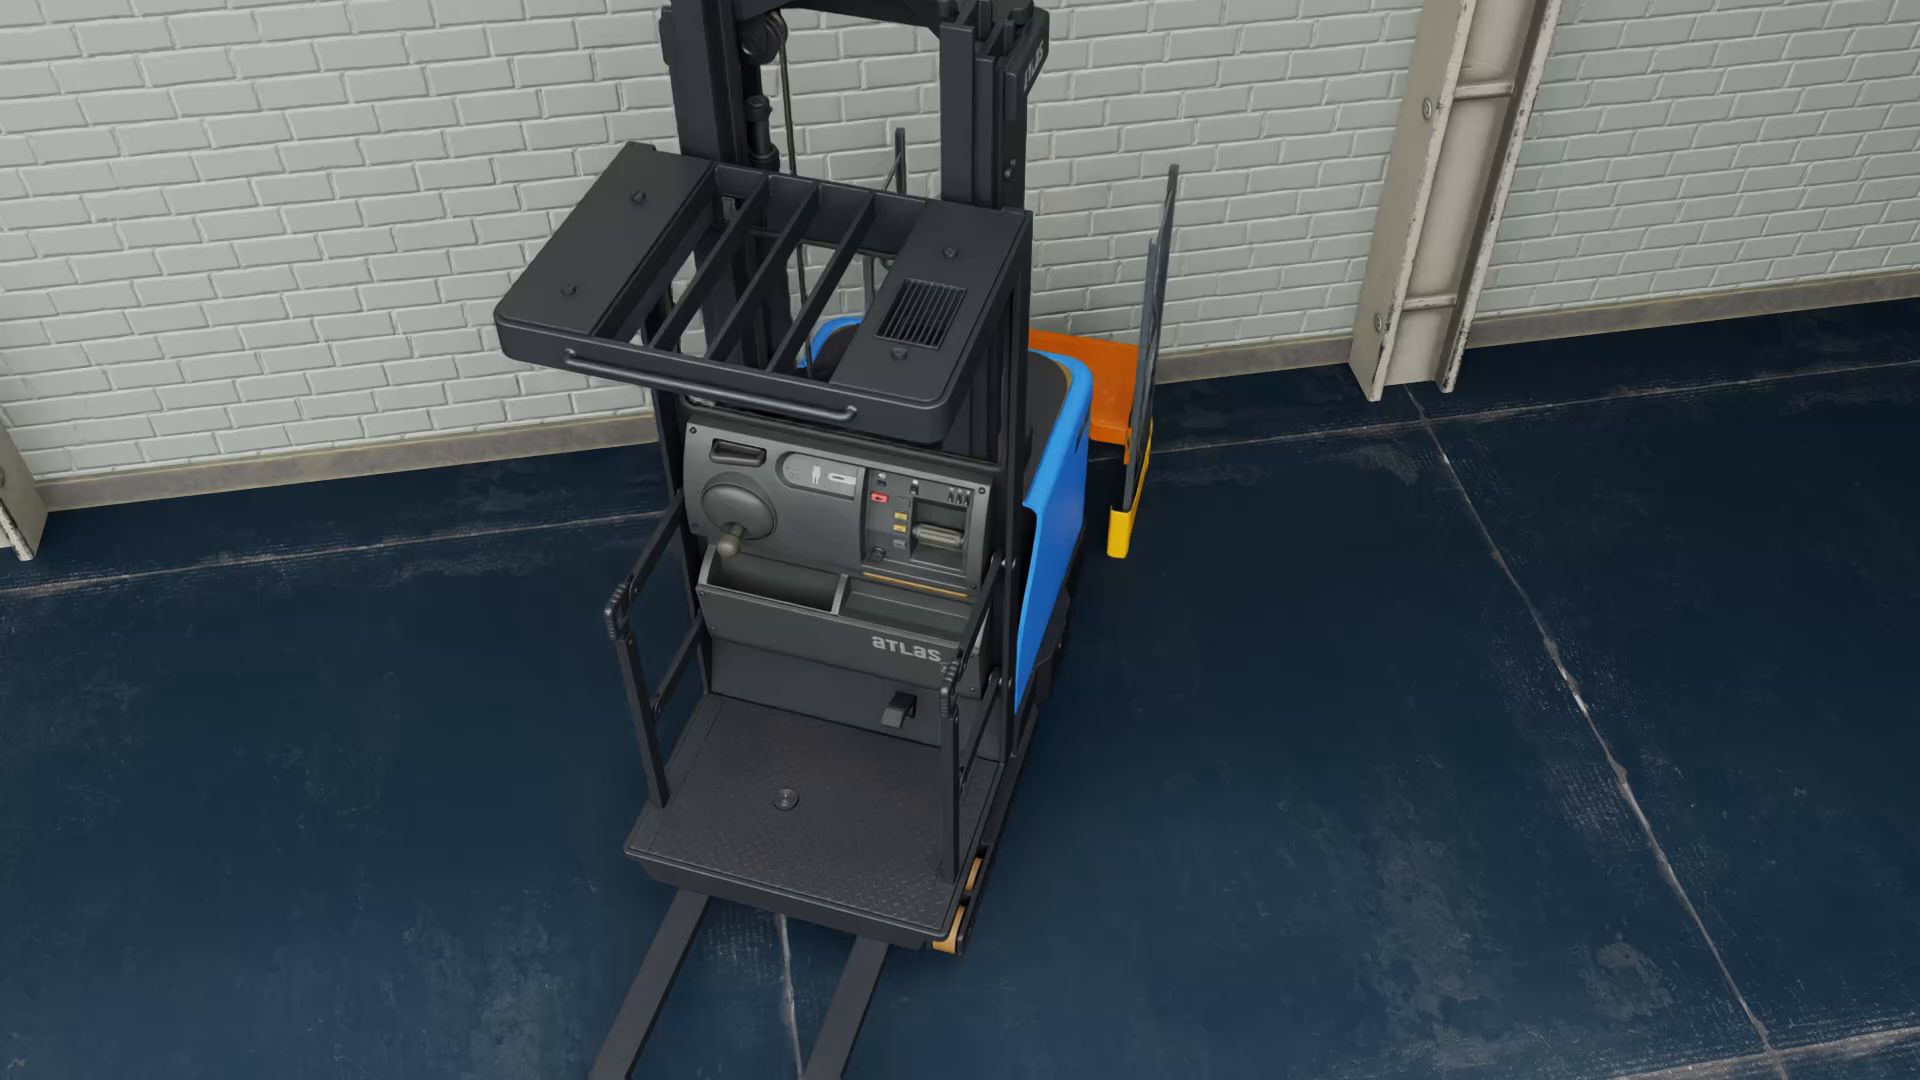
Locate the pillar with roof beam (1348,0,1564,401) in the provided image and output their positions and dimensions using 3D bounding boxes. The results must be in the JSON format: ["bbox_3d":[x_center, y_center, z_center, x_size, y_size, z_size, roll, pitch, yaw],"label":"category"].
[{"bbox_3d":[2.708,-0.813,1.284,0.400,9.000,9.100,-7,46,-7],"label":"pillar with roof beam"}]

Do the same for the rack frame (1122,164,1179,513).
[{"bbox_3d":[0.713,-0.654,6.338,0.032,1.500,0.500,10,47,9],"label":"rack frame"}]

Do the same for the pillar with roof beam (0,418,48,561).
[{"bbox_3d":[-3.205,-0.076,0.574,0.400,9.000,9.100,-7,46,-7],"label":"pillar with roof beam"}]

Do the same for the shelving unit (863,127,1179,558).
[{"bbox_3d":[0.210,-0.741,6.423,1.083,1.500,0.587,10,47,9],"label":"shelving unit"}]

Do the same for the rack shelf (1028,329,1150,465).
[{"bbox_3d":[0.219,-0.615,6.551,1.000,0.185,0.538,10,47,9],"label":"rack shelf"}]

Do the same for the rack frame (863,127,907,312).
[{"bbox_3d":[-0.275,-0.826,6.504,0.032,1.500,0.500,10,47,9],"label":"rack frame"}]

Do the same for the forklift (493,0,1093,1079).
[{"bbox_3d":[-0.426,0.006,4.709,1.130,2.935,3.031,12,47,11],"label":"forklift"}]

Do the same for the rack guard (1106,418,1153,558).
[{"bbox_3d":[0.694,-0.223,6.792,0.087,0.250,0.587,10,47,9],"label":"rack guard"}]
